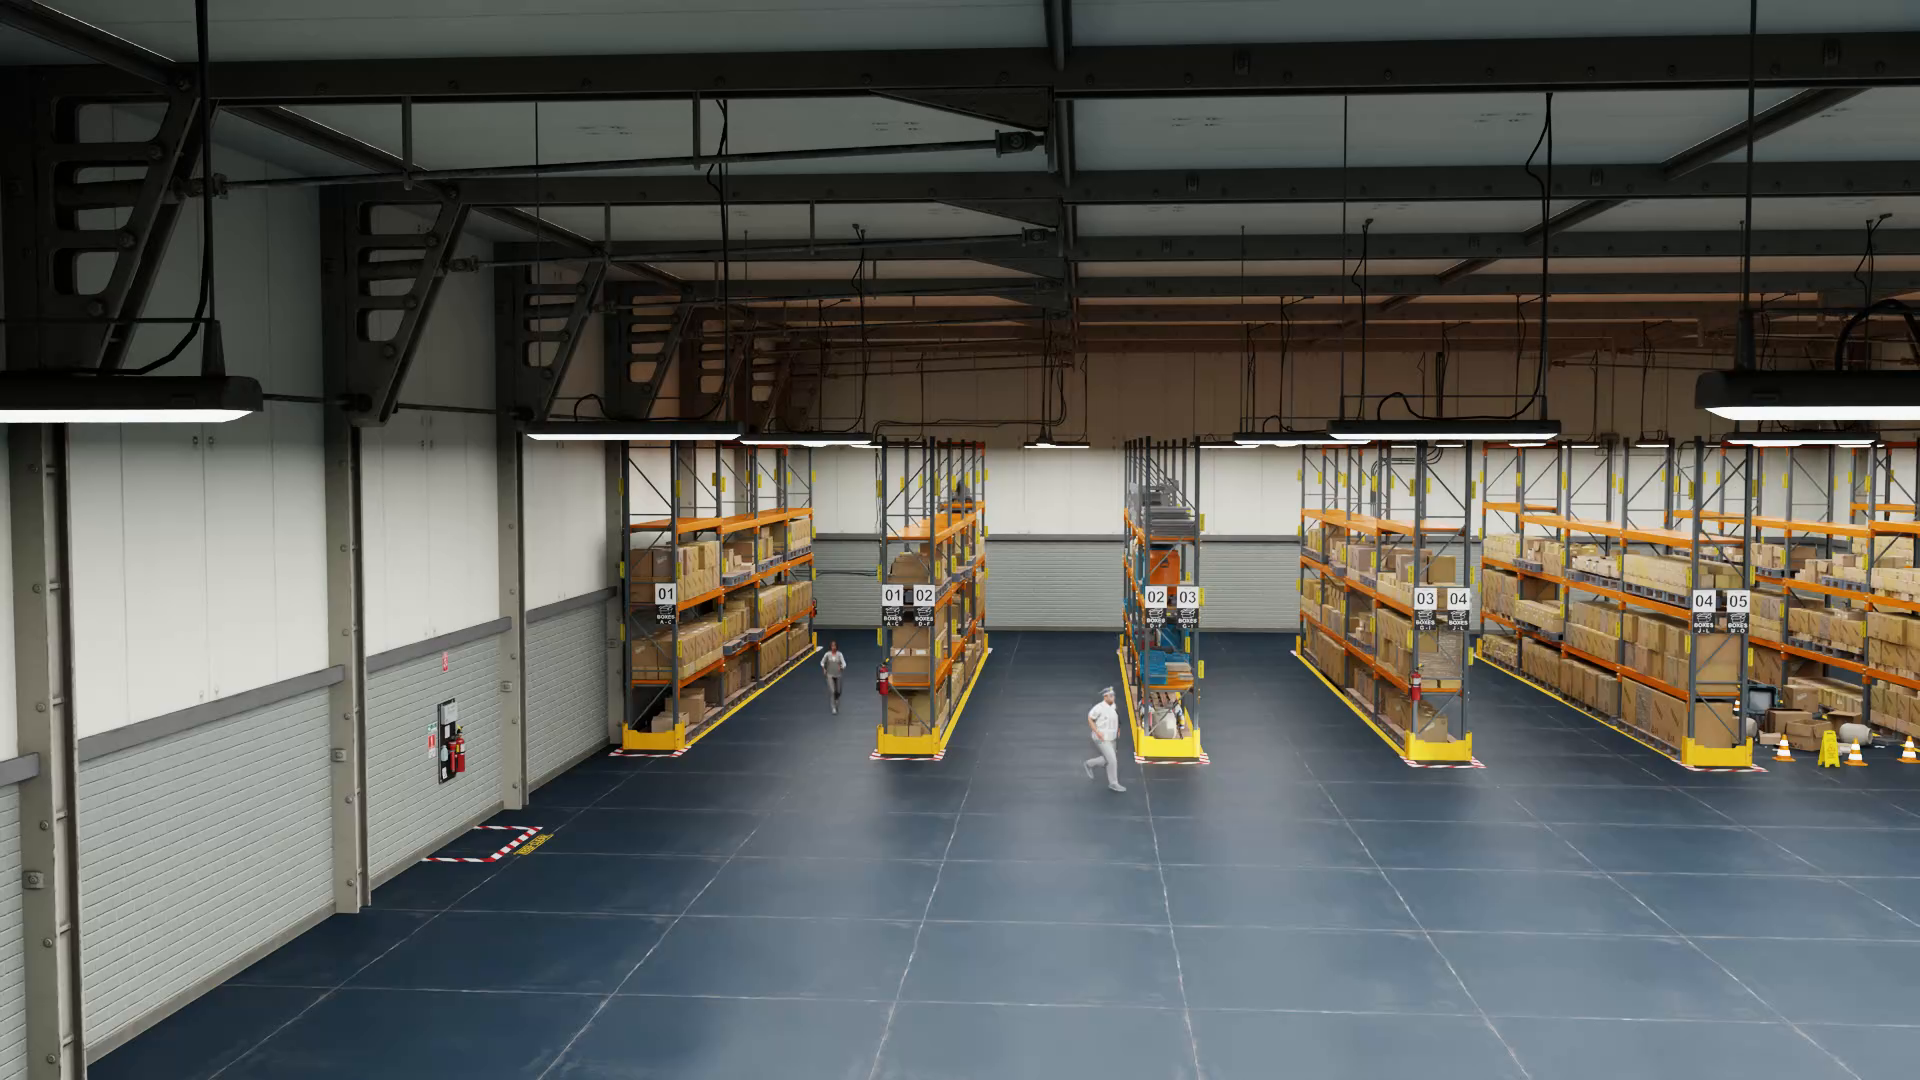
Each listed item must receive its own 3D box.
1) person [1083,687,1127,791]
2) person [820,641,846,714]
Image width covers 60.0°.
[{"bbox_3d":[2.425,3.351,28.199,0.843,1.771,0.688,2,4,36],"label":"person"},{"bbox_3d":[-2.773,2.991,36.409,0.547,1.563,0.755,-1,3,-10],"label":"person"}]
